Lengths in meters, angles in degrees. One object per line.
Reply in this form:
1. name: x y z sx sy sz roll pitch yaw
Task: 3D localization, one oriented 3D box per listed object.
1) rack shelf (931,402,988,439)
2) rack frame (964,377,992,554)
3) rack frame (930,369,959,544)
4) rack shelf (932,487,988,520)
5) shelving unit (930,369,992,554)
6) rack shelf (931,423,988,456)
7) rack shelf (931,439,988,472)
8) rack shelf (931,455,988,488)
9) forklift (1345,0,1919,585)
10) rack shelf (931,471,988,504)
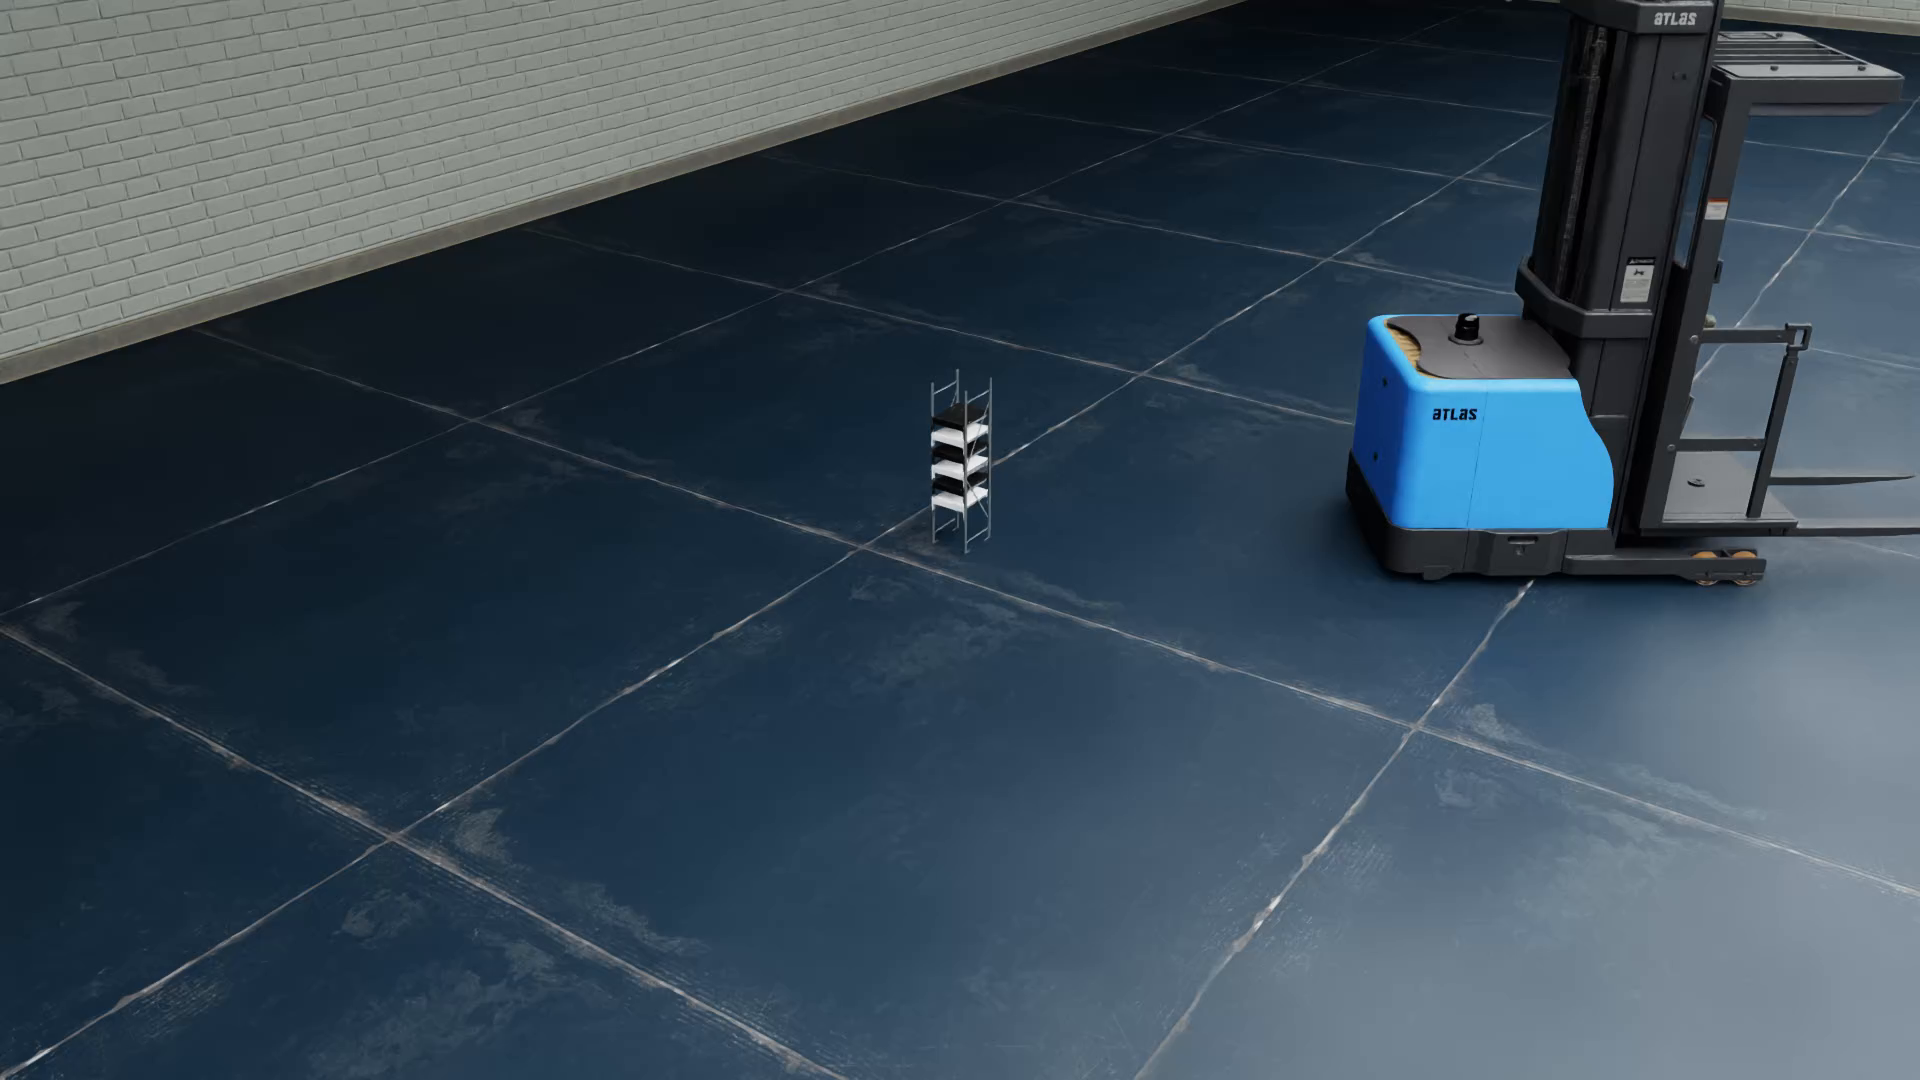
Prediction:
1. rack shelf: 0.007 -0.610 8.434 0.200 0.077 0.258 17 32 30
2. rack frame: 0.090 -0.373 8.490 0.006 0.900 0.240 17 32 30
3. rack frame: -0.077 -0.425 8.593 0.006 0.900 0.240 17 32 30
4. rack shelf: 0.007 -0.209 8.639 0.200 0.077 0.258 17 32 30
5. shelving unit: 0.007 -0.399 8.542 0.210 0.900 0.258 17 32 30
6. rack shelf: 0.007 -0.530 8.475 0.200 0.077 0.258 17 32 30
7. rack shelf: 0.007 -0.449 8.516 0.200 0.077 0.258 17 32 30
8. rack shelf: 0.007 -0.369 8.557 0.200 0.077 0.258 17 32 30
9. forklift: 3.630 -1.322 8.116 3.031 2.935 1.130 0 27 0
10. rack shelf: 0.007 -0.289 8.598 0.200 0.077 0.258 17 32 30
